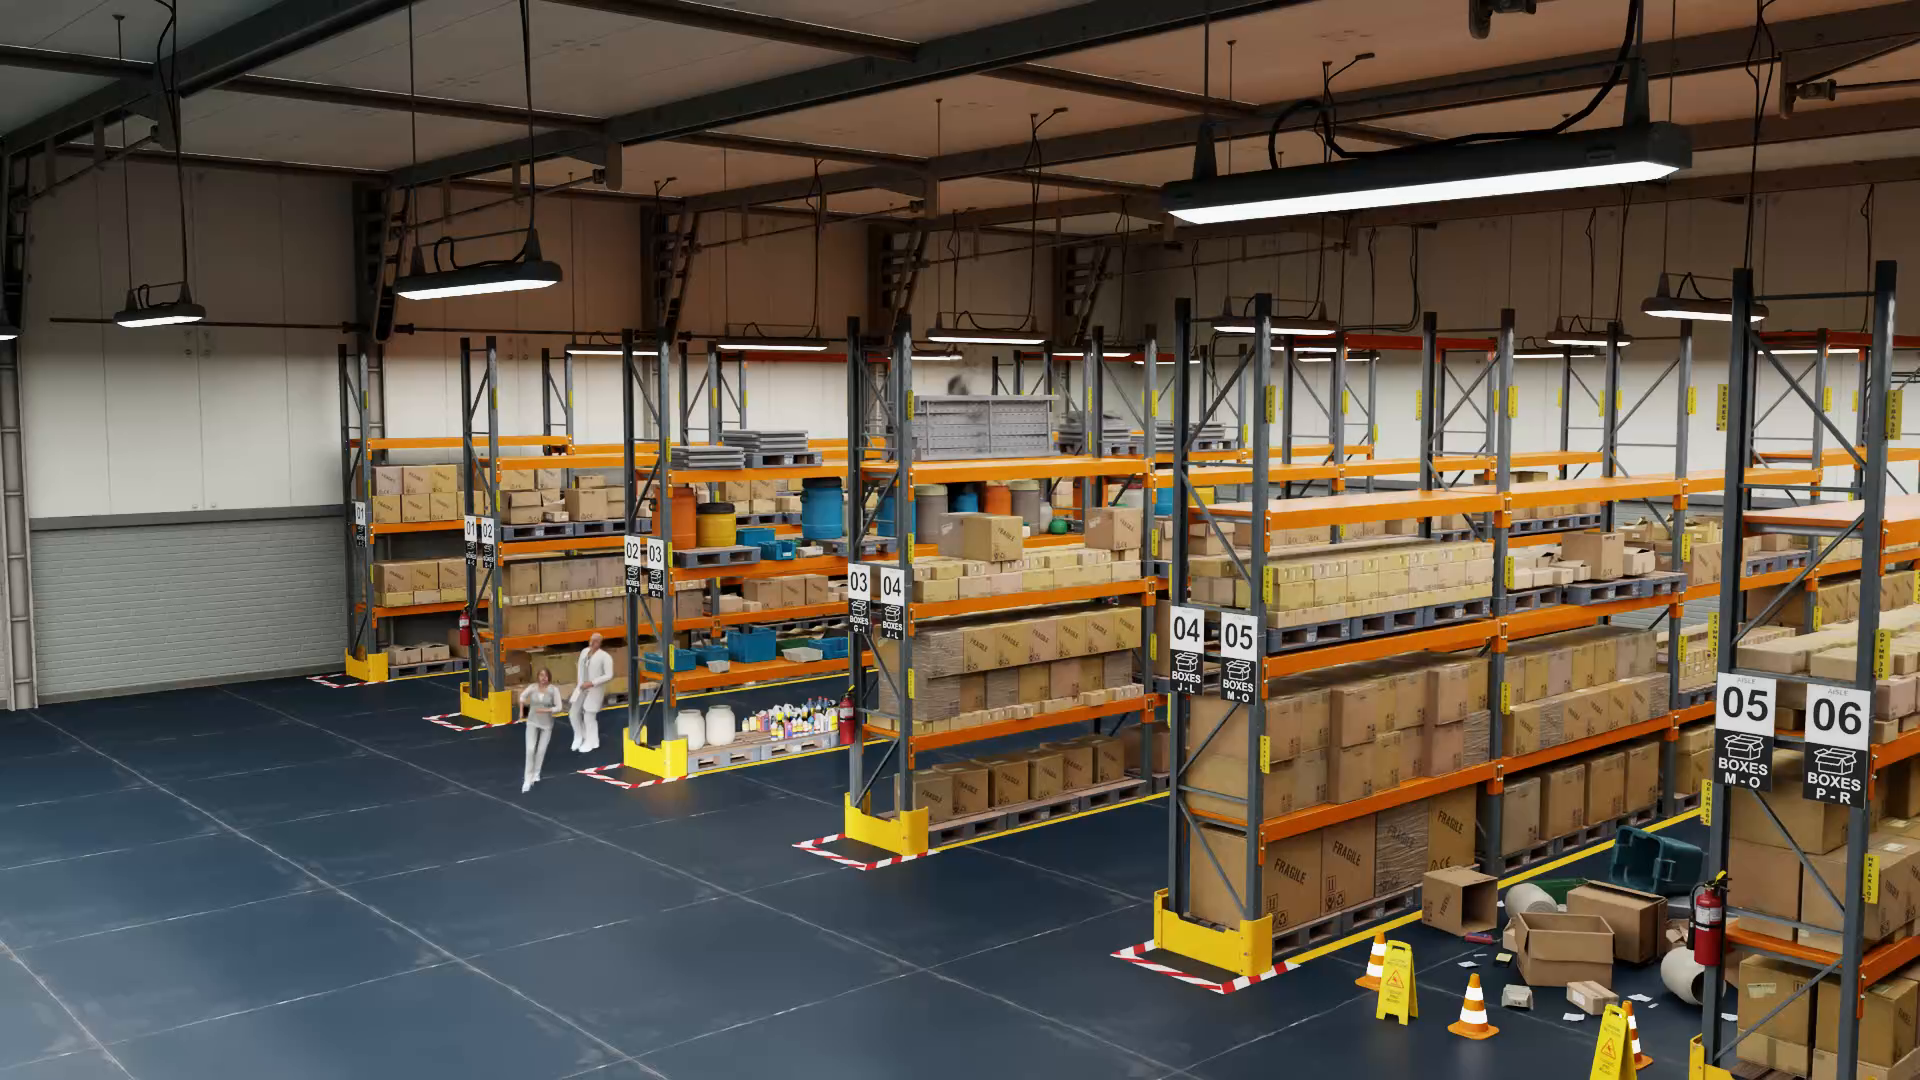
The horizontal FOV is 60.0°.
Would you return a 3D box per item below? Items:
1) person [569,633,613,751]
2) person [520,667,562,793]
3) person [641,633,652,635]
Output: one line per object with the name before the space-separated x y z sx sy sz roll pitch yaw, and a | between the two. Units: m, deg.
person | -5.263 2.179 23.720 0.712 1.732 0.662 2 5 20
person | -5.457 2.443 21.665 0.536 1.614 0.644 -1 5 -16
person | -5.809 1.569 30.723 0.549 1.755 0.781 4 6 37
